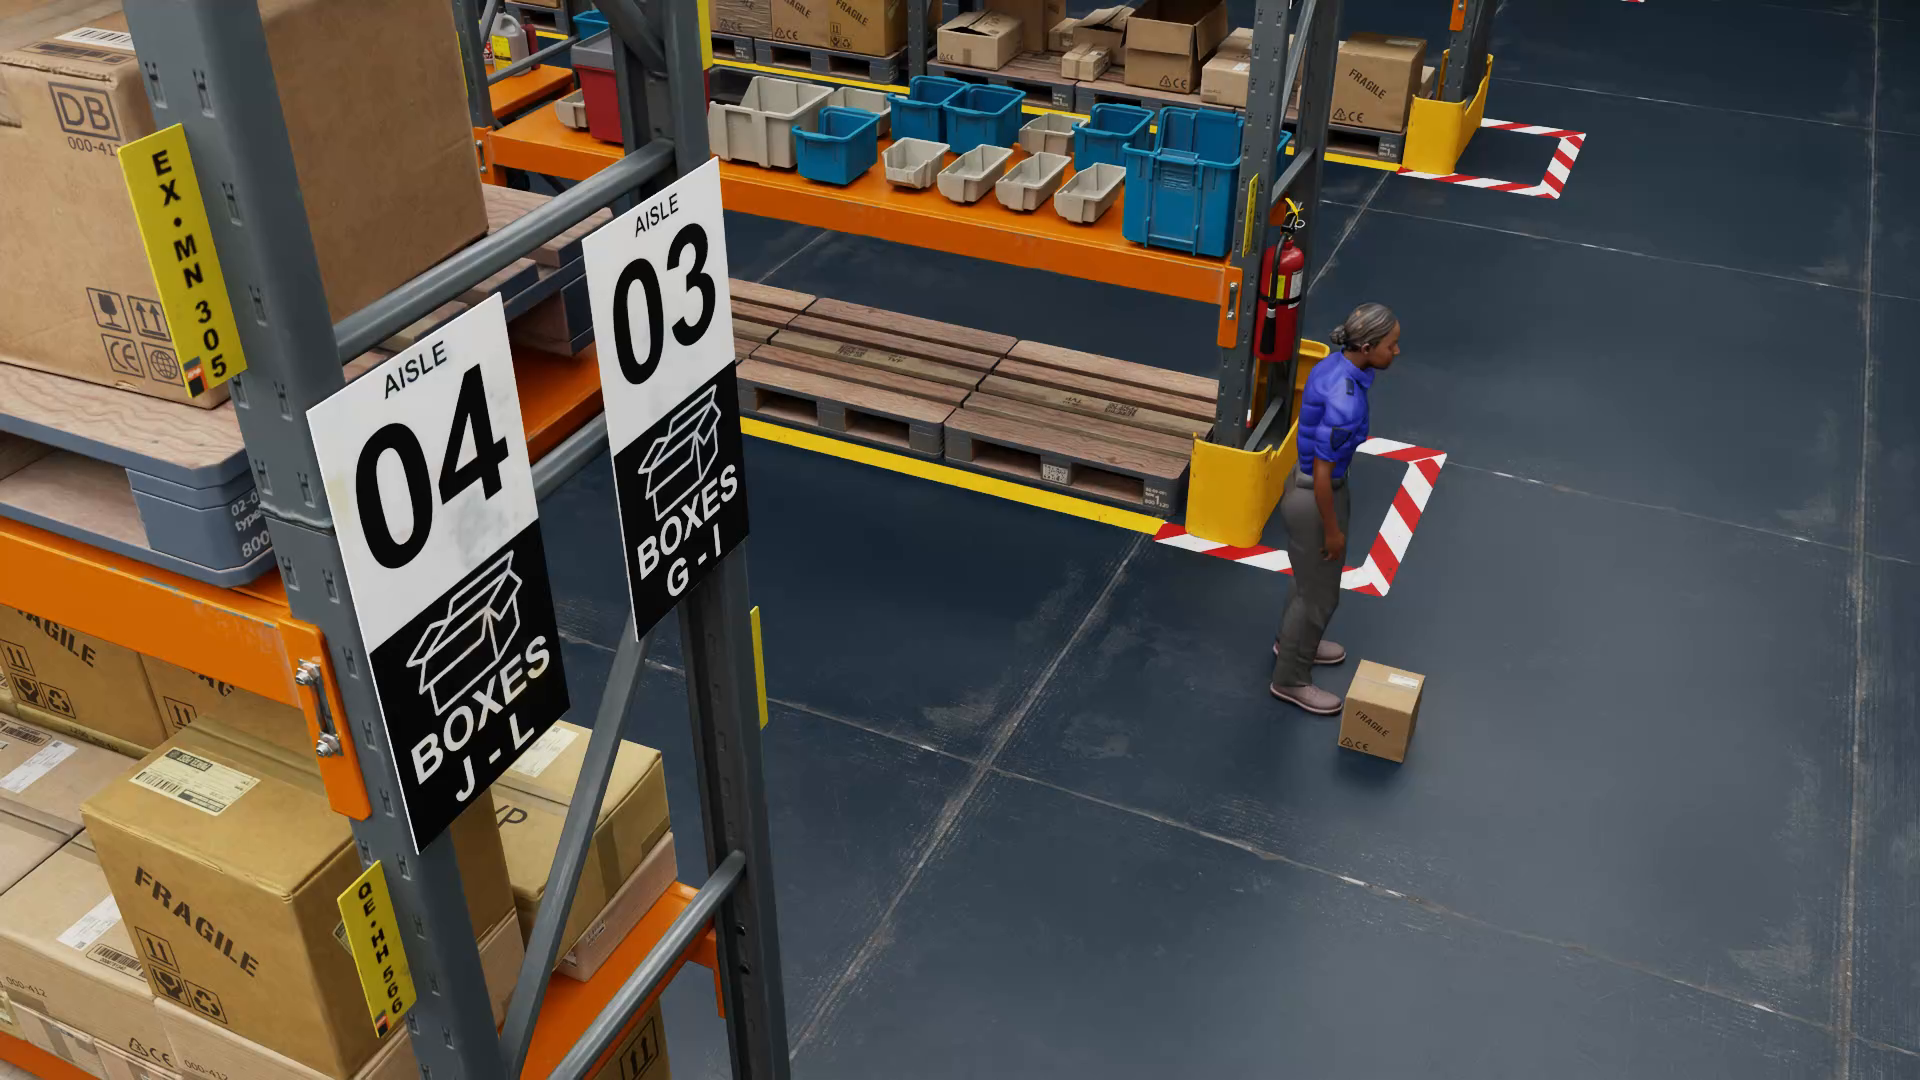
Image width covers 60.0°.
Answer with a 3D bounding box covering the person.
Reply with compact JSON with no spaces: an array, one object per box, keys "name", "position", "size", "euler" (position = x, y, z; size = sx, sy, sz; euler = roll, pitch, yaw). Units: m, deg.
[{"name":"person","position":[1.407,-0.142,6.357],"size":[0.351,1.655,0.524],"euler":[8,35,11]}]
